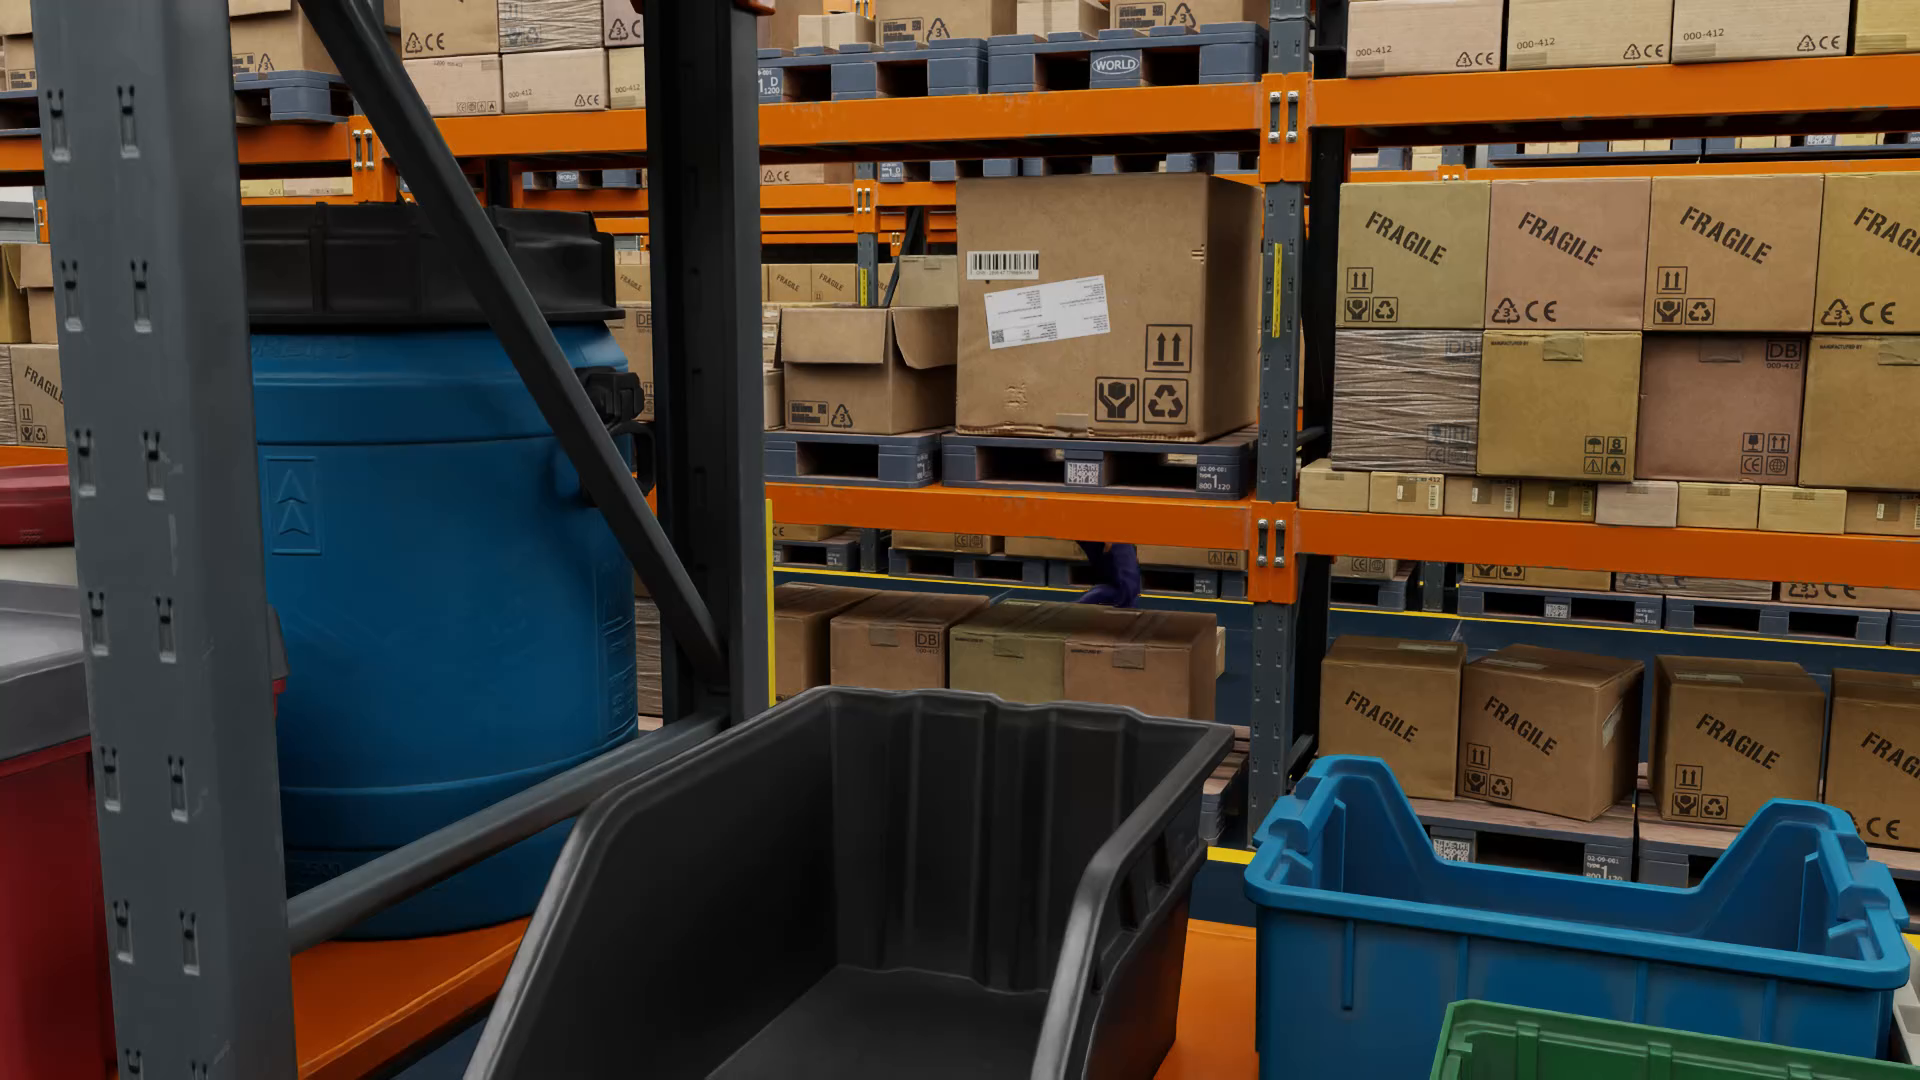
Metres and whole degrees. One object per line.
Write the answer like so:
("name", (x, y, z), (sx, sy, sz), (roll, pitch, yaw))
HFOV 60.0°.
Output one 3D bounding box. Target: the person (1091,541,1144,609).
("person", (0.914, -0.080, 9.086), (0.411, 1.710, 0.530), (2, 9, 10))
